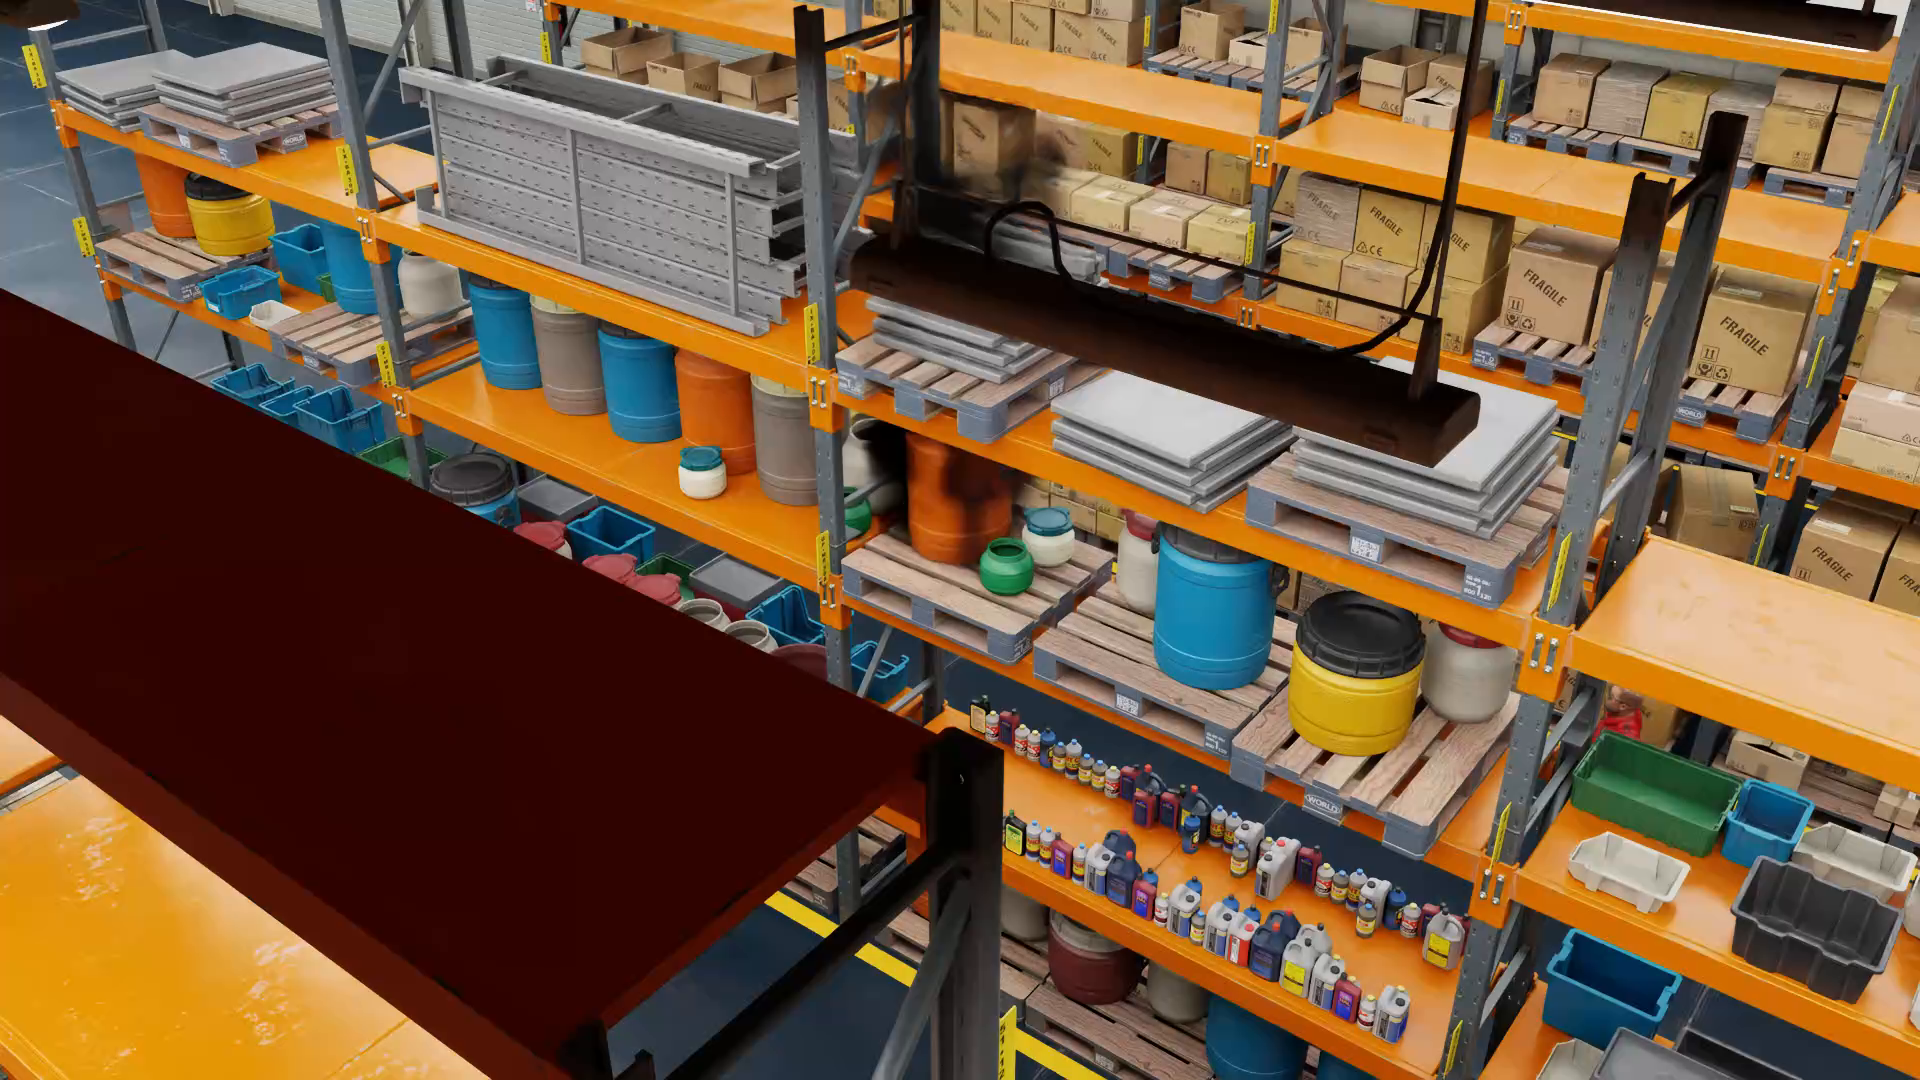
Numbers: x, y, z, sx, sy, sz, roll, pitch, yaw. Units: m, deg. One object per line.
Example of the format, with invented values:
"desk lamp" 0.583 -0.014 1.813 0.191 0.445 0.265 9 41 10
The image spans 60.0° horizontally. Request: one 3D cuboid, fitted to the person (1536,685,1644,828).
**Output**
"person" 4.215 1.640 10.893 0.771 1.690 0.638 19 36 28
